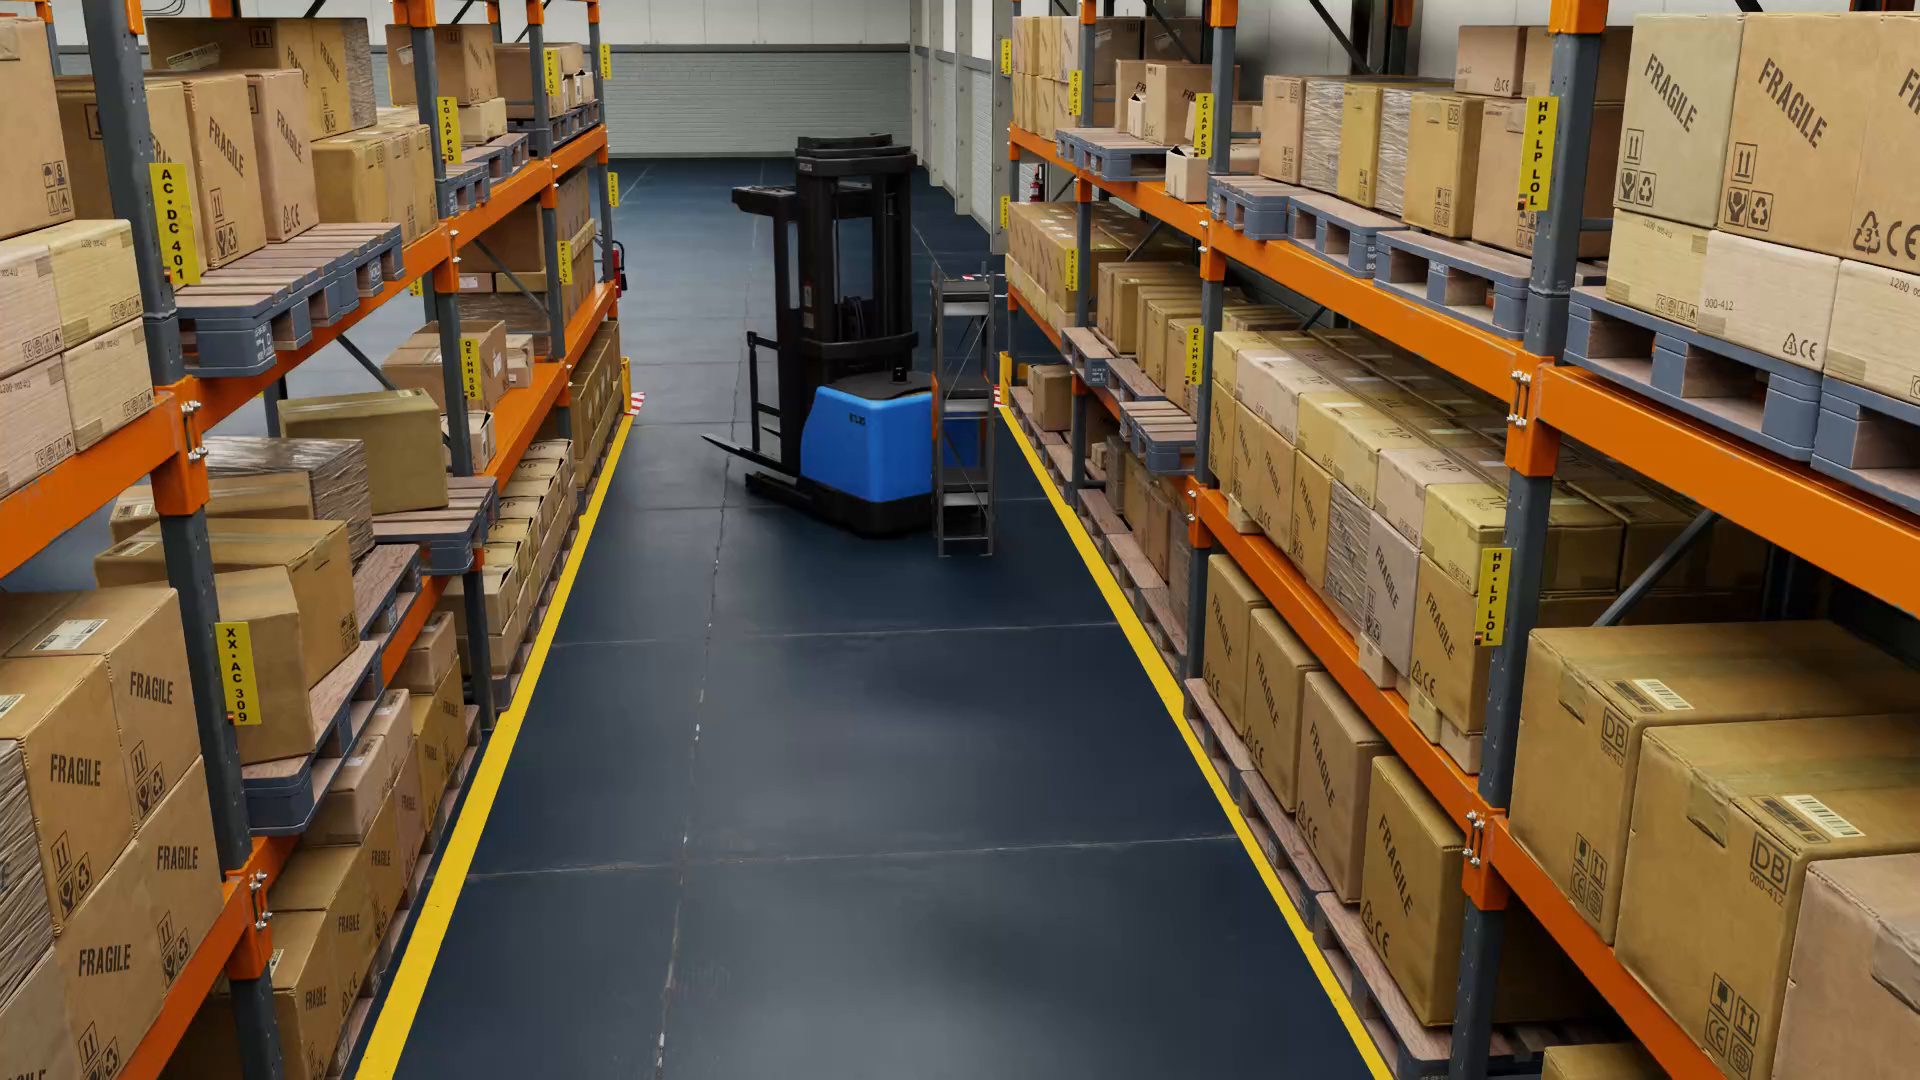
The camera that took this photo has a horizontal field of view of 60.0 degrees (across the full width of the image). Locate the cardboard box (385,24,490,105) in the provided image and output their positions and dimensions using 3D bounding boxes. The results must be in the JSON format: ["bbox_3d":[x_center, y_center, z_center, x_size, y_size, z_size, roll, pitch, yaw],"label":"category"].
[{"bbox_3d":[-3.411,-3.116,10.883,0.500,0.500,0.500,0,17,0],"label":"cardboard box"}]

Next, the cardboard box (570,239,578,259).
[{"bbox_3d":[-3.538,-2.531,14.481,0.380,0.149,0.250,-2,18,-6],"label":"cardboard box"}]

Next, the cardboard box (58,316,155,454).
[{"bbox_3d":[-2.377,-0.391,4.158,0.500,0.250,0.500,-2,18,-6],"label":"cardboard box"}]

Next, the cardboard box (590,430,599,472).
[{"bbox_3d":[-3.310,-0.737,13.906,0.500,0.250,0.500,-2,18,-6],"label":"cardboard box"}]

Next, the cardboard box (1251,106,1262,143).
[{"bbox_3d":[1.977,-2.224,9.546,0.500,0.500,0.500,-2,18,-6],"label":"cardboard box"}]

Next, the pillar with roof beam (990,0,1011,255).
[{"bbox_3d":[-3.590,-9.020,26.386,9.100,9.000,0.400,-2,18,-6],"label":"pillar with roof beam"}]

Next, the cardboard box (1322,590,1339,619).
[{"bbox_3d":[1.815,0.236,7.302,0.380,0.149,0.250,-1,17,-4],"label":"cardboard box"}]

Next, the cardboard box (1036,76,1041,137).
[{"bbox_3d":[0.937,-3.804,14.578,0.500,0.500,0.500,-1,17,-2],"label":"cardboard box"}]

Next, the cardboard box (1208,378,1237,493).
[{"bbox_3d":[1.618,-0.561,8.759,0.500,0.500,0.500,-1,17,-4],"label":"cardboard box"}]

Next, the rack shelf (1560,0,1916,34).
[{"bbox_3d":[2.441,-1.055,2.883,1.077,0.370,4.000,-2,18,-6],"label":"rack shelf"}]

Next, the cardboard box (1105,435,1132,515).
[{"bbox_3d":[1.502,-0.505,12.715,0.700,0.500,0.500,-1,17,-4],"label":"cardboard box"}]

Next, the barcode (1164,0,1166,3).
[{"bbox_3d":[1.694,-4.471,13.731,0.001,0.075,0.075,-2,18,-6],"label":"barcode"}]

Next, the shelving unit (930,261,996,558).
[{"bbox_3d":[0.017,-0.952,12.205,0.431,2.100,0.503,-2,18,-6],"label":"shelving unit"}]

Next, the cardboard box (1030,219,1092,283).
[{"bbox_3d":[0.901,-2.587,14.874,0.500,0.500,0.500,-1,17,-4],"label":"cardboard box"}]

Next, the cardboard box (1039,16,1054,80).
[{"bbox_3d":[0.957,-4.131,13.949,0.500,0.500,0.500,-2,18,-8],"label":"cardboard box"}]

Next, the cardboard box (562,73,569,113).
[{"bbox_3d":[-3.362,-3.527,13.109,0.500,0.311,0.500,-3,18,-9],"label":"cardboard box"}]

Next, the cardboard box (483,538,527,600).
[{"bbox_3d":[-2.929,0.162,10.105,0.500,0.311,0.500,-2,18,-7],"label":"cardboard box"}]

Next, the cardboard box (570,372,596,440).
[{"bbox_3d":[-3.313,-1.095,13.794,0.500,0.500,0.500,-2,18,-6],"label":"cardboard box"}]

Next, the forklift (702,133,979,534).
[{"bbox_3d":[-1.140,-1.825,13.597,1.130,2.935,3.031,-13,22,-35],"label":"forklift"}]

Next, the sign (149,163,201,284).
[{"bbox_3d":[-2.153,-0.865,4.554,0.100,0.325,0.005,-2,18,-6],"label":"sign"}]

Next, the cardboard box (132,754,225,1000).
[{"bbox_3d":[-2.385,0.925,4.556,0.500,0.500,0.500,-1,17,-5],"label":"cardboard box"}]

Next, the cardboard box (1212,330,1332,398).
[{"bbox_3d":[1.616,-0.919,8.649,0.500,0.250,0.500,-1,17,-4],"label":"cardboard box"}]

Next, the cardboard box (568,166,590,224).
[{"bbox_3d":[-3.889,-3.255,15.705,0.700,0.500,0.500,-2,18,-5],"label":"cardboard box"}]

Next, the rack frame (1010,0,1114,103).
[{"bbox_3d":[0.997,-5.760,16.001,1.000,3.000,0.127,-2,18,-6],"label":"rack frame"}]

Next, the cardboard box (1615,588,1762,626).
[{"bbox_3d":[2.438,0.333,5.910,0.500,0.500,0.500,-2,18,-8],"label":"cardboard box"}]

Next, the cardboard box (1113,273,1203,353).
[{"bbox_3d":[1.479,-1.644,12.005,0.700,0.500,0.500,0,17,0],"label":"cardboard box"}]

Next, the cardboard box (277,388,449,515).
[{"bbox_3d":[-2.927,-0.424,8.152,0.700,0.500,0.500,-8,19,-24],"label":"cardboard box"}]

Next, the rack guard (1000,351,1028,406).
[{"bbox_3d":[1.005,-1.683,17.202,1.175,0.500,0.348,-2,18,-6],"label":"rack guard"}]

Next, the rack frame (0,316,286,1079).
[{"bbox_3d":[-2.692,0.832,5.021,1.000,3.000,0.127,-2,18,-6],"label":"rack frame"}]

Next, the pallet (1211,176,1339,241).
[{"bbox_3d":[1.942,-1.665,8.281,1.213,0.211,1.003,-1,17,-3],"label":"pallet"}]

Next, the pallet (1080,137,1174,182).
[{"bbox_3d":[1.478,-2.551,11.102,1.213,0.211,1.003,-2,18,-6],"label":"pallet"}]

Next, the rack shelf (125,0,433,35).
[{"bbox_3d":[-2.898,-2.093,6.188,1.077,0.370,4.000,-2,18,-6],"label":"rack shelf"}]

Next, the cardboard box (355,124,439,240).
[{"bbox_3d":[-3.026,-1.710,7.942,0.910,0.500,0.500,-2,18,-6],"label":"cardboard box"}]

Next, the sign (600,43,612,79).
[{"bbox_3d":[-3.388,-4.572,15.879,0.100,0.325,0.005,-2,18,-6],"label":"sign"}]

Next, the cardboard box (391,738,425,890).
[{"bbox_3d":[-2.661,1.204,7.272,0.500,0.500,0.500,-2,18,-8],"label":"cardboard box"}]

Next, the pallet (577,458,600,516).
[{"bbox_3d":[-3.557,-0.460,13.789,1.003,0.211,1.213,-2,18,-6],"label":"pallet"}]

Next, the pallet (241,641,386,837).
[{"bbox_3d":[-2.666,0.682,5.818,1.003,0.211,1.213,-2,18,-6],"label":"pallet"}]

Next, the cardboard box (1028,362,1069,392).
[{"bbox_3d":[0.979,-1.616,16.571,0.500,0.311,0.500,-4,18,-12],"label":"cardboard box"}]

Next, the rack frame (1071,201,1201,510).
[{"bbox_3d":[1.410,-1.706,13.104,1.000,3.000,0.127,-2,18,-6],"label":"rack frame"}]

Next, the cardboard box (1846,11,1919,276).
[{"bbox_3d":[2.145,-0.767,3.235,0.500,0.500,0.500,-2,18,-5],"label":"cardboard box"}]

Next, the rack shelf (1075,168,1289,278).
[{"bbox_3d":[1.616,-2.198,10.864,1.077,0.370,4.000,-2,18,-6],"label":"rack shelf"}]

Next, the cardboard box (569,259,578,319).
[{"bbox_3d":[-3.732,-2.191,14.480,0.700,0.500,0.500,-1,17,-4],"label":"cardboard box"}]

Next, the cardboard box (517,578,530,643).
[{"bbox_3d":[-2.919,0.436,10.168,0.500,0.250,0.500,-2,18,-7],"label":"cardboard box"}]

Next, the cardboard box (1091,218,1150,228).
[{"bbox_3d":[1.409,-2.606,14.934,0.500,0.500,0.500,-2,17,-5],"label":"cardboard box"}]

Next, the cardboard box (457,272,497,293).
[{"bbox_3d":[-3.758,-1.984,12.737,0.380,0.149,0.250,-2,18,-6],"label":"cardboard box"}]

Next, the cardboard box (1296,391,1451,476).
[{"bbox_3d":[1.783,-0.467,7.209,0.500,0.250,0.500,-2,18,-7],"label":"cardboard box"}]

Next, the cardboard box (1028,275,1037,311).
[{"bbox_3d":[0.896,-2.224,14.969,0.500,0.250,0.500,-2,18,-5],"label":"cardboard box"}]

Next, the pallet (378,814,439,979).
[{"bbox_3d":[-2.942,1.557,7.367,1.003,0.211,1.213,-2,18,-6],"label":"pallet"}]

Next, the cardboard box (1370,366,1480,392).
[{"bbox_3d":[2.227,-0.637,7.749,0.500,0.250,0.500,-2,18,-7],"label":"cardboard box"}]

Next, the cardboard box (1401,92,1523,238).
[{"bbox_3d":[2.132,-1.441,6.349,0.700,0.500,0.500,-2,18,-7],"label":"cardboard box"}]

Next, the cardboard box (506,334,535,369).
[{"bbox_3d":[-3.423,-1.335,12.172,0.500,0.250,0.500,-1,17,-2],"label":"cardboard box"}]

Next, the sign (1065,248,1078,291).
[{"bbox_3d":[0.871,-2.100,12.913,0.100,0.325,0.005,-2,18,-6],"label":"sign"}]
